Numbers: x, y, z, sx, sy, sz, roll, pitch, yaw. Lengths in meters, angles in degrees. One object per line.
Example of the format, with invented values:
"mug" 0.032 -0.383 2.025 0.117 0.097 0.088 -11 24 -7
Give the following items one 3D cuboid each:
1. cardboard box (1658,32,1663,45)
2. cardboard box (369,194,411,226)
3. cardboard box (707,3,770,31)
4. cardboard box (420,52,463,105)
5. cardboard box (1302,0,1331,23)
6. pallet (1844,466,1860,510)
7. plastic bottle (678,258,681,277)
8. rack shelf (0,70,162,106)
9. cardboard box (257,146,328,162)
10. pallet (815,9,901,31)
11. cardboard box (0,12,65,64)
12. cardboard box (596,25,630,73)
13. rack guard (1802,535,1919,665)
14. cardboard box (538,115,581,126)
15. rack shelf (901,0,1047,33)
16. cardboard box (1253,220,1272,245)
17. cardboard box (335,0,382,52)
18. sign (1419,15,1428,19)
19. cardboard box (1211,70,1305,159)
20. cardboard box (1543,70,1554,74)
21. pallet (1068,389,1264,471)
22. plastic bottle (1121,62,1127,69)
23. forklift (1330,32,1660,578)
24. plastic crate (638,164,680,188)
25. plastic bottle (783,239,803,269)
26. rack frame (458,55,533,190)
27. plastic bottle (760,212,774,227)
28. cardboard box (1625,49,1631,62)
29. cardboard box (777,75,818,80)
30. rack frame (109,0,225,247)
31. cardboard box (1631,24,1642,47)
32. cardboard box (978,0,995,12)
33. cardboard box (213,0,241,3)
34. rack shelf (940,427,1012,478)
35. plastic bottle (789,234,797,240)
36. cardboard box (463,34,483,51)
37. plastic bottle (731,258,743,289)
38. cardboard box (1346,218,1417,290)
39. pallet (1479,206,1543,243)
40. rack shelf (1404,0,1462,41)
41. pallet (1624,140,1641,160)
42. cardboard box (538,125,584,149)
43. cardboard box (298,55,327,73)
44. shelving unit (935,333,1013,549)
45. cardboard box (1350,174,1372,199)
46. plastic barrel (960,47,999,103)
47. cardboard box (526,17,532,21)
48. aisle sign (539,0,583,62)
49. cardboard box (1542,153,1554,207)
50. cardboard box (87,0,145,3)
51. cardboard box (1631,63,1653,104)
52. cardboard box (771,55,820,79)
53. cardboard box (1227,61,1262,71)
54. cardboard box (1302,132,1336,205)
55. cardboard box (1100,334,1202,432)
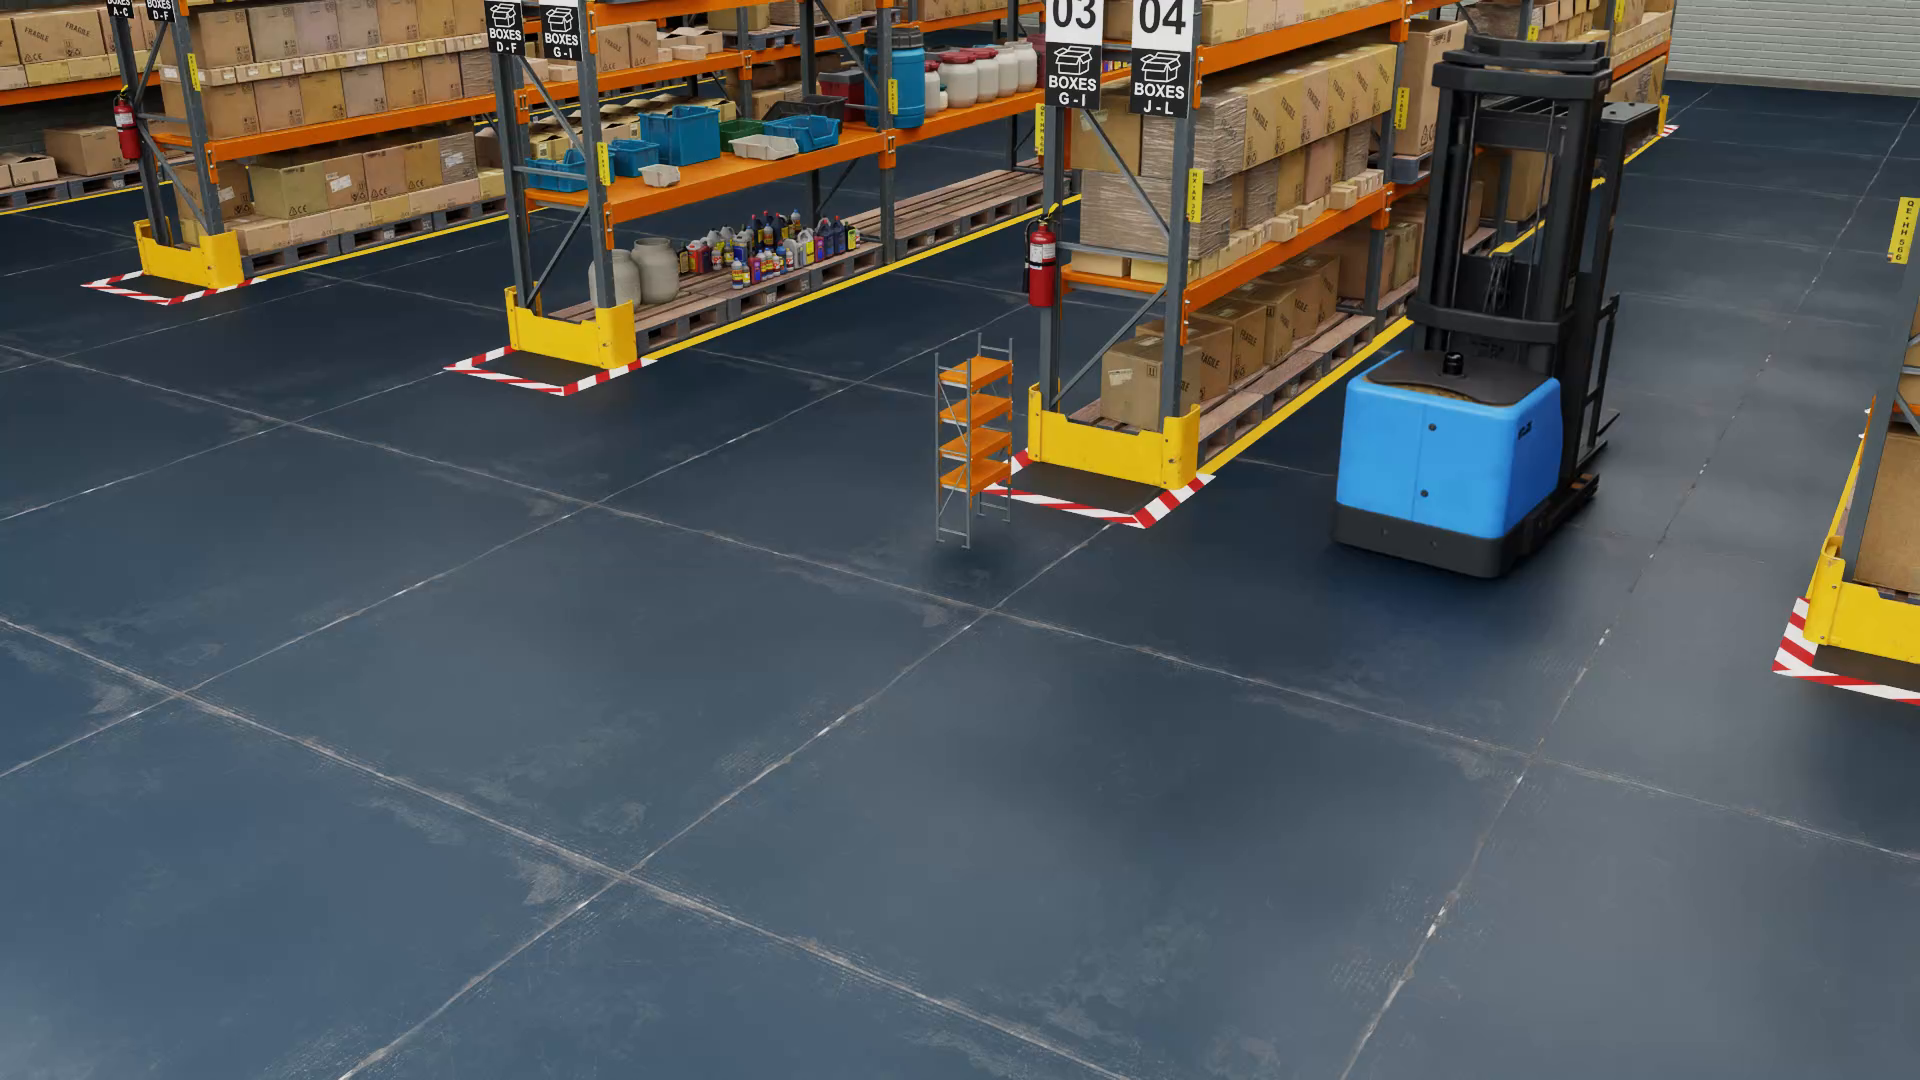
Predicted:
"cardboard box" 9.256 -6.776 22.444 0.380 0.149 0.250 14 27 29
"cardboard box" -6.156 -3.502 17.497 0.500 0.250 0.500 14 27 29
"cardboard box" -2.964 -7.106 22.234 0.700 0.500 0.500 5 24 11
"cardboard box" -5.812 -4.996 17.890 0.700 0.500 0.500 14 27 28
"cardboard box" 2.269 -3.788 11.638 0.500 0.250 0.500 15 27 30
"pallet" 6.154 -0.197 10.439 1.003 0.211 1.213 14 27 29
"plastic bottle" -2.618 -2.521 15.267 0.097 0.201 0.097 0 23 0
"rack shelf" -10.576 -5.313 19.652 1.077 0.370 4.000 14 27 29
"cardboard box" -6.875 -3.790 17.217 0.500 0.500 0.500 14 27 29
"pallet" -1.605 -7.646 24.378 1.003 0.211 1.213 14 27 29
"cardboard box" -10.577 -5.688 18.834 0.500 0.500 0.500 13 27 27
"cardboard box" -4.349 -5.930 20.045 0.500 0.500 0.500 14 27 29
"rack guard" 5.141 0.375 8.754 1.175 0.500 0.348 14 27 29
"cardboard box" -4.806 -5.011 20.276 0.500 0.311 0.500 14 27 29
"rack shelf" -0.036 -8.326 26.613 1.077 0.370 4.000 14 27 29
"cardboard box" 2.000 -2.208 11.891 0.380 0.149 0.250 14 27 29
"cardboard box" -6.333 -5.263 16.873 0.700 0.500 0.500 14 27 29
"sign" 4.740 -5.200 17.030 0.100 0.325 0.005 14 27 29
"cardboard box" 2.048 -2.960 11.553 0.500 0.500 0.500 14 27 29
"cardboard box" 5.971 -4.881 17.624 0.500 0.500 0.500 13 27 28
"pallet" 1.492 -0.866 11.986 1.003 0.211 1.213 14 27 29
"plastic bottle" 1.984 -5.886 20.218 0.061 0.283 0.133 14 27 29
"forklift" 3.523 -1.652 10.377 1.130 2.935 3.031 16 28 33
"plastic crate" -2.469 -3.005 13.748 0.298 0.136 0.250 14 27 29
"plastic bottle" -1.560 -2.688 15.558 0.152 0.276 0.135 14 27 30
"rack frame" -5.310 -5.281 18.673 1.000 3.000 0.127 14 27 29
"plastic bottle" -1.883 -3.042 16.283 0.144 0.351 0.185 15 27 30
"cardboard box" 8.176 -6.086 20.848 0.380 0.149 0.250 13 27 28
"cardboard box" -2.362 -6.404 23.859 0.500 0.500 0.500 13 26 27
"rack frame" -7.420 -3.931 15.555 1.000 3.000 0.127 14 27 29
"cardboard box" 8.329 -6.418 21.114 0.500 0.250 0.500 15 27 30
"cardboard box" 0.210 -8.656 26.343 0.500 0.500 0.500 13 27 28
"cardboard box" -9.223 -6.730 21.341 0.700 0.500 0.500 14 27 29
"rack shelf" 0.087 -0.545 10.167 0.258 0.148 0.480 14 27 29
"plastic bottle" -1.571 -2.758 15.711 0.061 0.283 0.133 14 27 29
"cardboard box" -5.404 -5.405 18.017 0.380 0.149 0.250 13 27 28
"plastic bottle" -1.993 -2.388 14.871 0.097 0.271 0.097 0 23 0
"cardboard box" 3.713 -2.618 15.115 0.700 0.500 0.500 14 27 29
"pallet" 5.693 -3.524 18.126 1.003 0.211 1.213 14 27 29
"rack shelf" 4.159 -4.925 14.981 1.077 0.370 4.000 14 27 29
"pallet" 8.434 -5.278 22.176 1.003 0.211 1.213 14 27 29
"cardboard box" -4.612 -4.724 19.614 0.500 0.311 0.500 14 27 28
"cardboard box" -6.487 -4.711 16.413 0.380 0.149 0.250 13 27 27
"shelving unit" 0.087 -0.606 10.141 0.258 1.200 0.503 14 27 29
"cardboard box" 3.100 -2.872 13.425 0.380 0.149 0.250 14 27 29
"plastic barrel" 0.202 -4.975 17.795 0.433 0.535 0.433 0 23 0
"cardboard box" -6.660 -7.890 24.991 0.380 0.149 0.250 14 27 28
"aisle sign" -3.003 -3.999 12.440 0.394 0.787 0.004 14 27 29
"cardboard box" 6.072 -4.299 18.551 1.225 0.875 0.875 14 27 29
"cardboard box" -10.222 -6.314 20.278 0.500 0.500 0.500 14 27 29
"cardboard box" 8.684 -5.932 22.322 0.875 0.875 0.875 14 27 29
"cardboard box" -2.344 -6.761 23.740 0.500 0.250 0.500 13 27 28
"cardboard box" 1.869 -3.238 12.194 0.500 0.500 0.500 14 27 29
"cardboard box" 2.342 -2.896 12.664 0.875 0.500 0.500 14 27 29
"cardboard box" 1.337 -1.107 11.648 0.500 0.500 0.500 20 30 38
